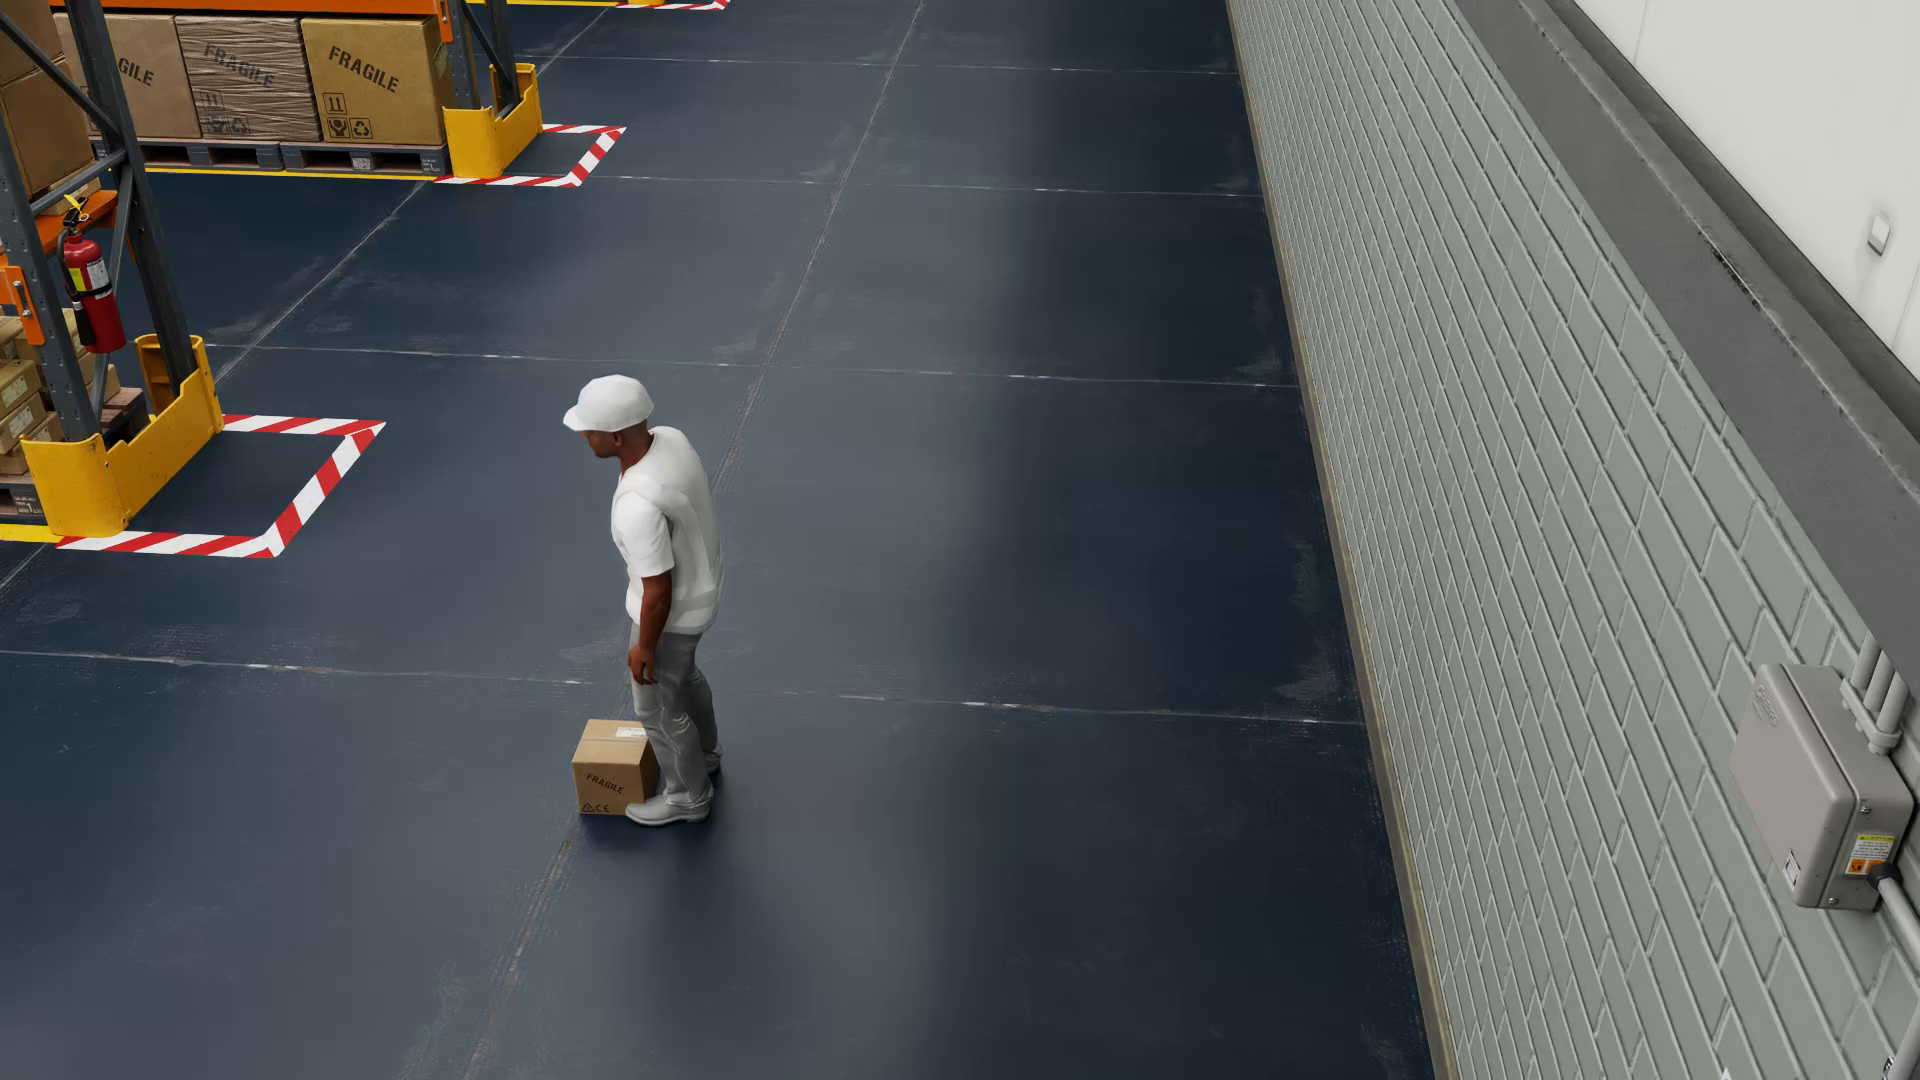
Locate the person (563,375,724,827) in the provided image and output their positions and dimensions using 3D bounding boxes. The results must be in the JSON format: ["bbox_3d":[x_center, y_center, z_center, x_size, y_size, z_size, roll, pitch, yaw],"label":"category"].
[{"bbox_3d":[-1.048,0.213,5.777,0.461,1.759,0.629,1,32,1],"label":"person"}]
